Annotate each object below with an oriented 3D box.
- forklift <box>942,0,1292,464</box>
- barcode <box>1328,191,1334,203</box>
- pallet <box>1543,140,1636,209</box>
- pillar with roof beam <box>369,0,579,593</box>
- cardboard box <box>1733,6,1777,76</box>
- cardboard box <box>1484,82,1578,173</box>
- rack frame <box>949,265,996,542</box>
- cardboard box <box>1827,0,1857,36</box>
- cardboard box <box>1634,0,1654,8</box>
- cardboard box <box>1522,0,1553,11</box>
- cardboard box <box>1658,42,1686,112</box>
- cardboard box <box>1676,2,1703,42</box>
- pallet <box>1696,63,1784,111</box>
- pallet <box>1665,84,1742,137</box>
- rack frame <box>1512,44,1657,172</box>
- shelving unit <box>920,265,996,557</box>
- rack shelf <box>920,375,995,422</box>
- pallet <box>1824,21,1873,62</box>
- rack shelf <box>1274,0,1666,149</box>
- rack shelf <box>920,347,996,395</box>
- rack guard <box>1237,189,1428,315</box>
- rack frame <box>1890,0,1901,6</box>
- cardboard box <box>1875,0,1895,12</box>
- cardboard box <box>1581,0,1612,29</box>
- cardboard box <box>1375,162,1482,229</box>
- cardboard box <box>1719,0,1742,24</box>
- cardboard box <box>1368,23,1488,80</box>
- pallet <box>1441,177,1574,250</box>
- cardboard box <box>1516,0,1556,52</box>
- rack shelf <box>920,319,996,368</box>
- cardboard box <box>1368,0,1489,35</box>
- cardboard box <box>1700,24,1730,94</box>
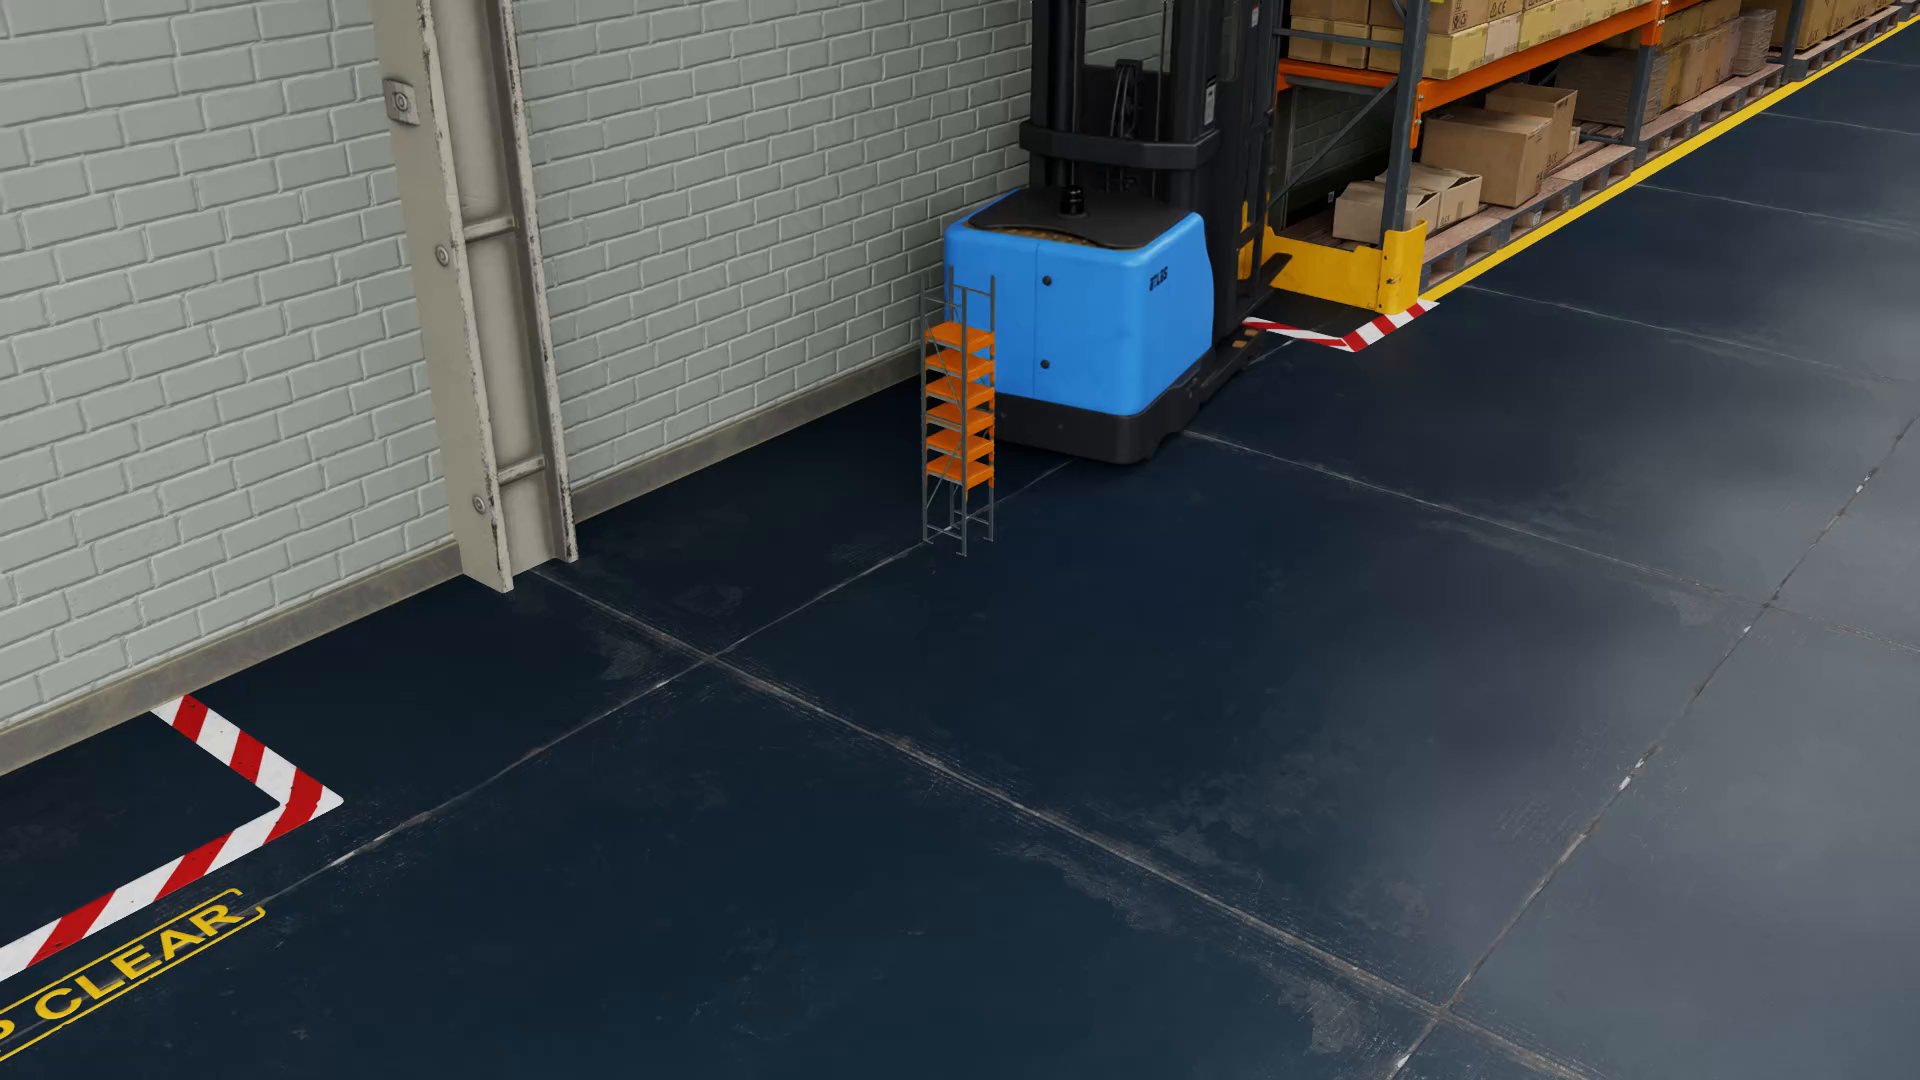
[{"bbox_3d":[1.035,-2.304,8.514,1.130,2.935,3.031,13,30,24],"label":"forklift"},{"bbox_3d":[2.383,-2.203,10.681,0.001,0.075,0.075,21,34,34],"label":"barcode"},{"bbox_3d":[4.315,-2.786,12.406,1.003,0.211,1.213,21,34,34],"label":"pallet"},{"bbox_3d":[1.454,-2.635,2.550,9.100,9.000,0.400,21,34,34],"label":"pillar with roof beam"},{"bbox_3d":[6.842,-4.506,14.938,0.700,0.500,0.500,21,34,35],"label":"cardboard box"},{"bbox_3d":[4.086,-2.979,11.985,0.500,0.500,0.500,18,32,31],"label":"cardboard box"},{"bbox_3d":[0.049,-0.560,7.027,0.240,1.200,0.006,21,34,34],"label":"rack frame"},{"bbox_3d":[8.390,-5.454,16.411,0.750,0.750,0.750,21,34,34],"label":"cardboard box"},{"bbox_3d":[4.648,-3.959,11.780,0.500,0.250,0.500,21,34,35],"label":"cardboard box"},{"bbox_3d":[3.362,-3.566,10.203,0.500,0.500,0.500,19,33,33],"label":"cardboard box"},{"bbox_3d":[5.460,-3.822,13.616,0.700,0.500,0.500,20,33,33],"label":"cardboard box"},{"bbox_3d":[5.776,-4.300,13.723,0.500,0.250,0.500,20,33,33],"label":"cardboard box"},{"bbox_3d":[6.761,-4.176,15.093,1.003,0.211,1.213,21,34,34],"label":"pallet"},{"bbox_3d":[5.985,-3.746,14.261,1.003,0.211,1.213,21,34,34],"label":"pallet"},{"bbox_3d":[4.715,-4.273,12.246,1.000,3.000,0.127,21,34,34],"label":"rack frame"},{"bbox_3d":[-0.009,-0.528,6.964,0.258,1.200,0.189,21,34,34],"label":"shelving unit"},{"bbox_3d":[-0.009,-0.595,6.930,0.258,0.103,0.180,21,34,34],"label":"rack shelf"},{"bbox_3d":[8.595,-5.141,16.958,1.003,0.211,1.213,21,34,34],"label":"pallet"},{"bbox_3d":[3.443,-3.245,11.041,1.077,0.370,4.000,21,34,34],"label":"rack shelf"},{"bbox_3d":[-0.009,-0.701,6.875,0.258,0.103,0.180,21,34,34],"label":"rack shelf"},{"bbox_3d":[2.219,-1.772,10.131,1.175,0.500,0.348,21,34,34],"label":"rack guard"},{"bbox_3d":[9.804,-7.110,17.729,1.000,3.000,0.127,21,34,34],"label":"rack frame"},{"bbox_3d":[9.490,-6.073,17.607,0.750,0.750,0.750,21,34,35],"label":"cardboard box"},{"bbox_3d":[4.016,-3.602,11.090,0.500,0.250,0.500,21,34,34],"label":"cardboard box"},{"bbox_3d":[3.043,-2.277,10.835,0.500,0.311,0.500,24,36,38],"label":"cardboard box"},{"bbox_3d":[6.431,-4.655,14.410,0.500,0.250,0.500,21,34,35],"label":"cardboard box"},{"bbox_3d":[2.726,-2.878,9.689,0.500,0.250,0.500,20,33,33],"label":"cardboard box"},{"bbox_3d":[3.539,-2.352,11.567,1.003,0.211,1.213,21,34,34],"label":"pallet"},{"bbox_3d":[3.374,-3.245,10.399,0.500,0.250,0.500,20,34,34],"label":"cardboard box"},{"bbox_3d":[-0.009,-0.808,6.819,0.258,0.103,0.180,21,34,34],"label":"rack shelf"},{"bbox_3d":[2.706,-3.212,9.519,0.500,0.500,0.500,21,34,34],"label":"cardboard box"},{"bbox_3d":[6.130,-4.173,14.294,0.700,0.500,0.500,21,34,34],"label":"cardboard box"}]
